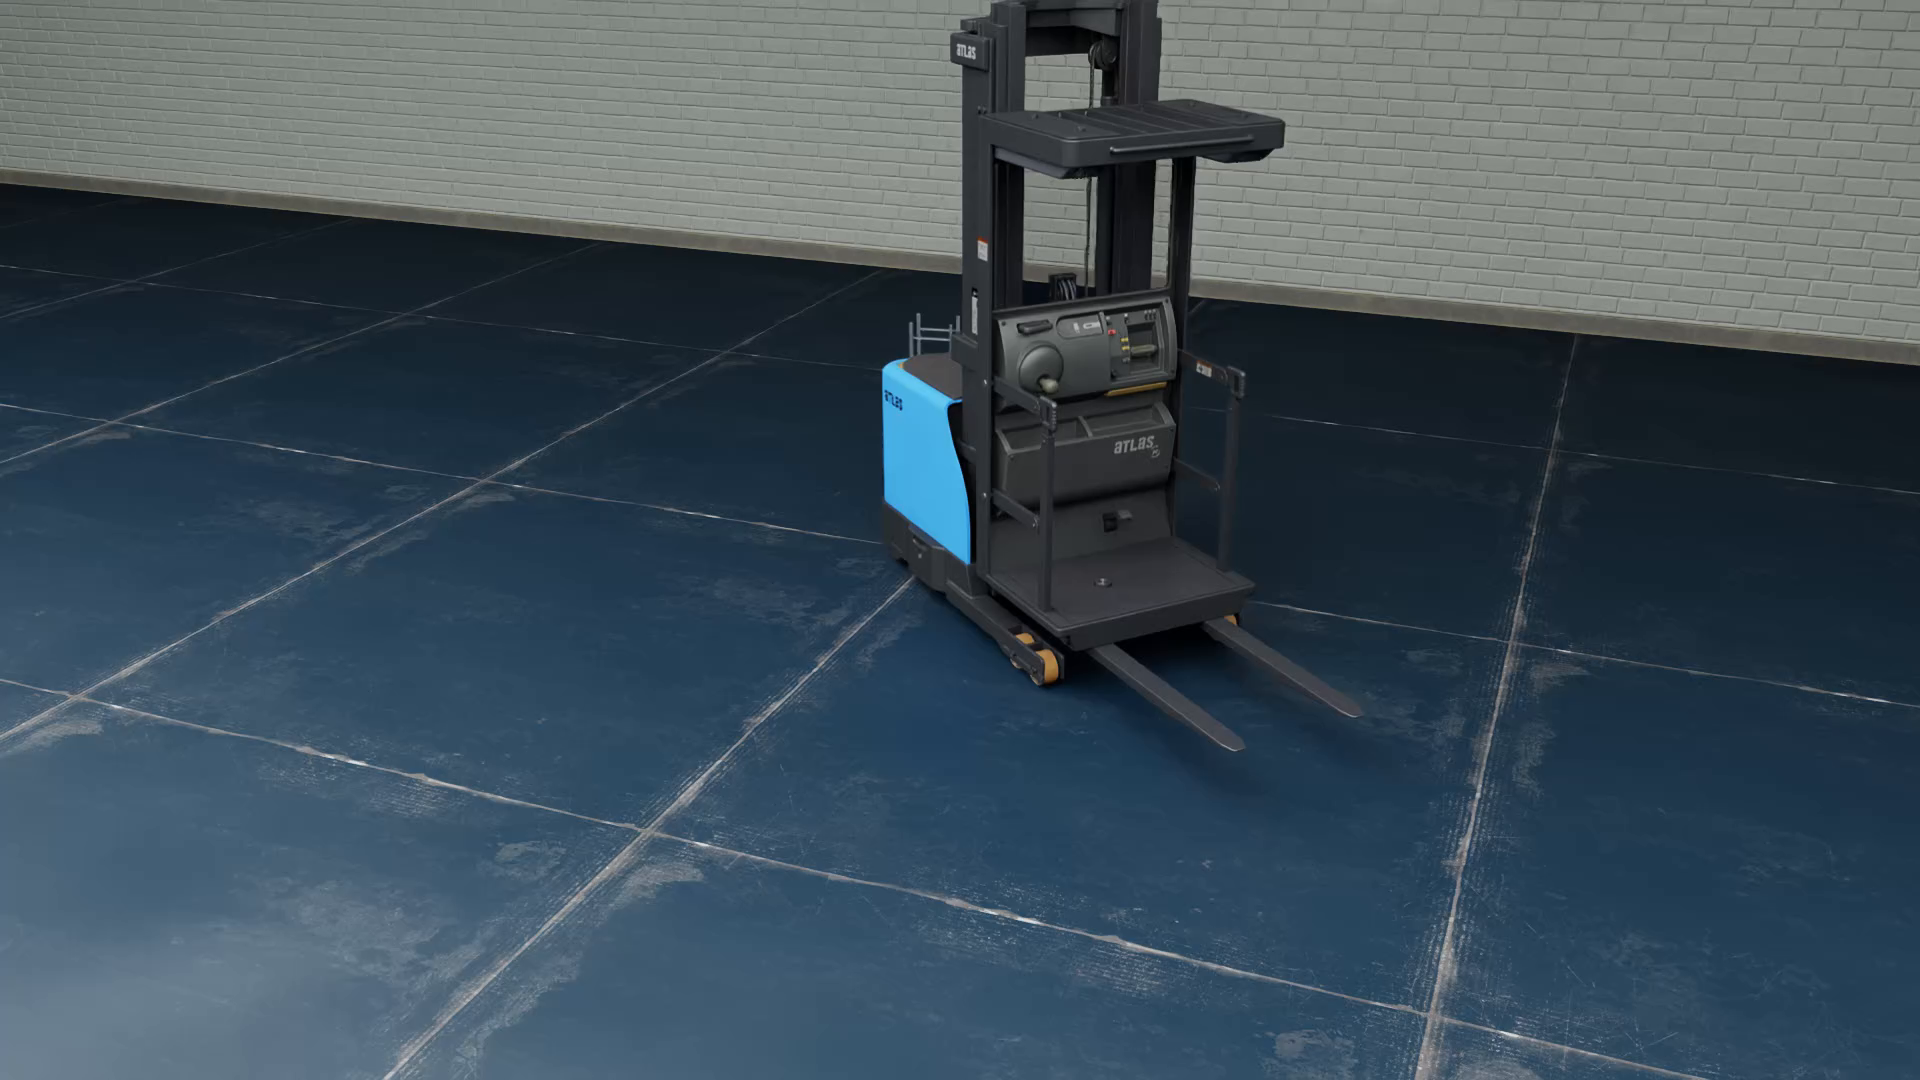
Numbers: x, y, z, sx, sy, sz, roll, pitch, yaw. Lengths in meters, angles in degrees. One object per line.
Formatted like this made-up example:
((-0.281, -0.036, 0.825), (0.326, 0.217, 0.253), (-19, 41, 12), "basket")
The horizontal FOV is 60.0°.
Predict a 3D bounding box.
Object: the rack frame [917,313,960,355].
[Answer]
((-0.118, -0.677, 9.313), (0.240, 1.200, 0.006), (5, 23, 11), "rack frame")

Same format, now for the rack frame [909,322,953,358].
((-0.155, -0.608, 9.148), (0.240, 1.200, 0.006), (5, 23, 11), "rack frame")

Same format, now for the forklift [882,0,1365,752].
((0.699, -0.879, 7.551), (1.130, 2.935, 3.031), (-11, 25, -25), "forklift")

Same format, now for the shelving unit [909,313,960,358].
((-0.137, -0.642, 9.231), (0.258, 1.200, 0.189), (5, 23, 11), "shelving unit")
